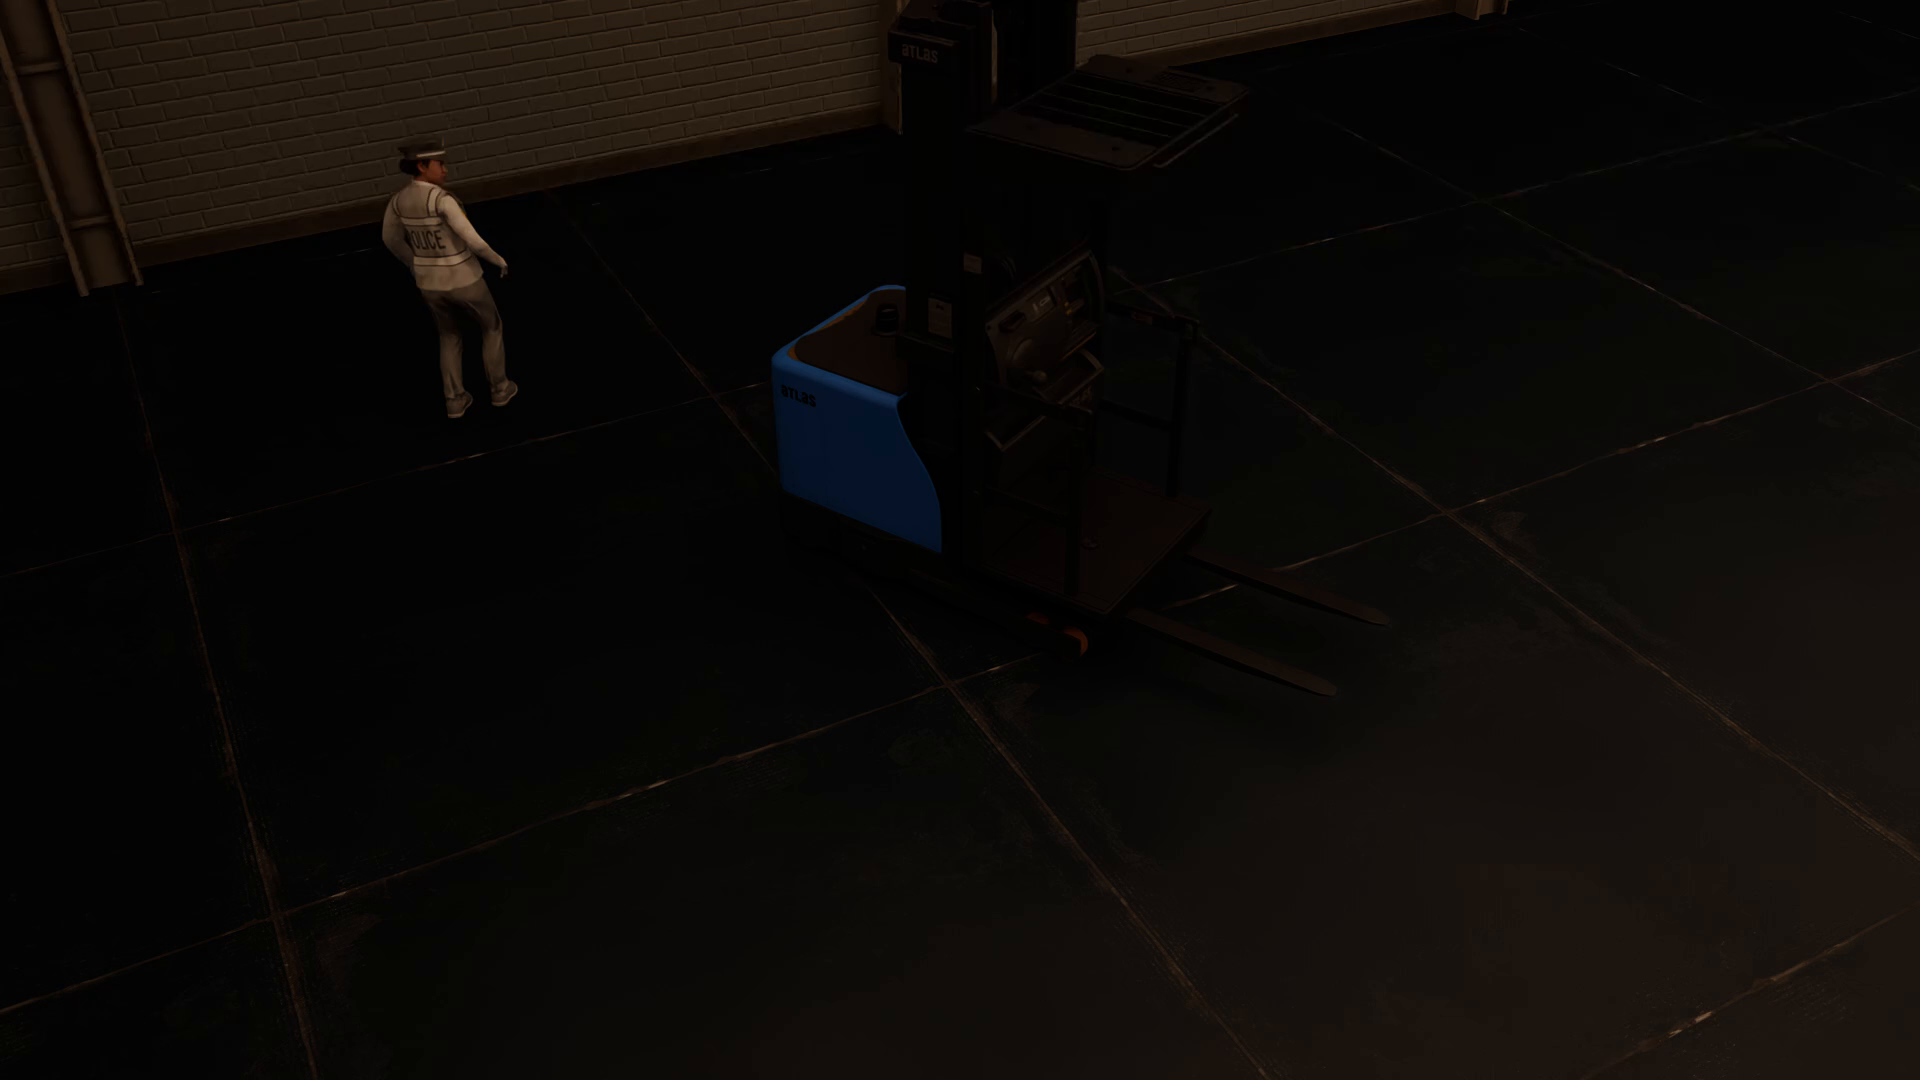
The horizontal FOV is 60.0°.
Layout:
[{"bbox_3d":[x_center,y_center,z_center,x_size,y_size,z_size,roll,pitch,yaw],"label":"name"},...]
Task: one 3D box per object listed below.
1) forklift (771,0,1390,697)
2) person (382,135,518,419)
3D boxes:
[{"bbox_3d":[0.568,-0.976,7.503,3.031,2.935,1.130,21,40,27],"label":"forklift"},{"bbox_3d":[-2.862,-1.473,9.336,0.693,1.643,0.473,8,36,11],"label":"person"}]
